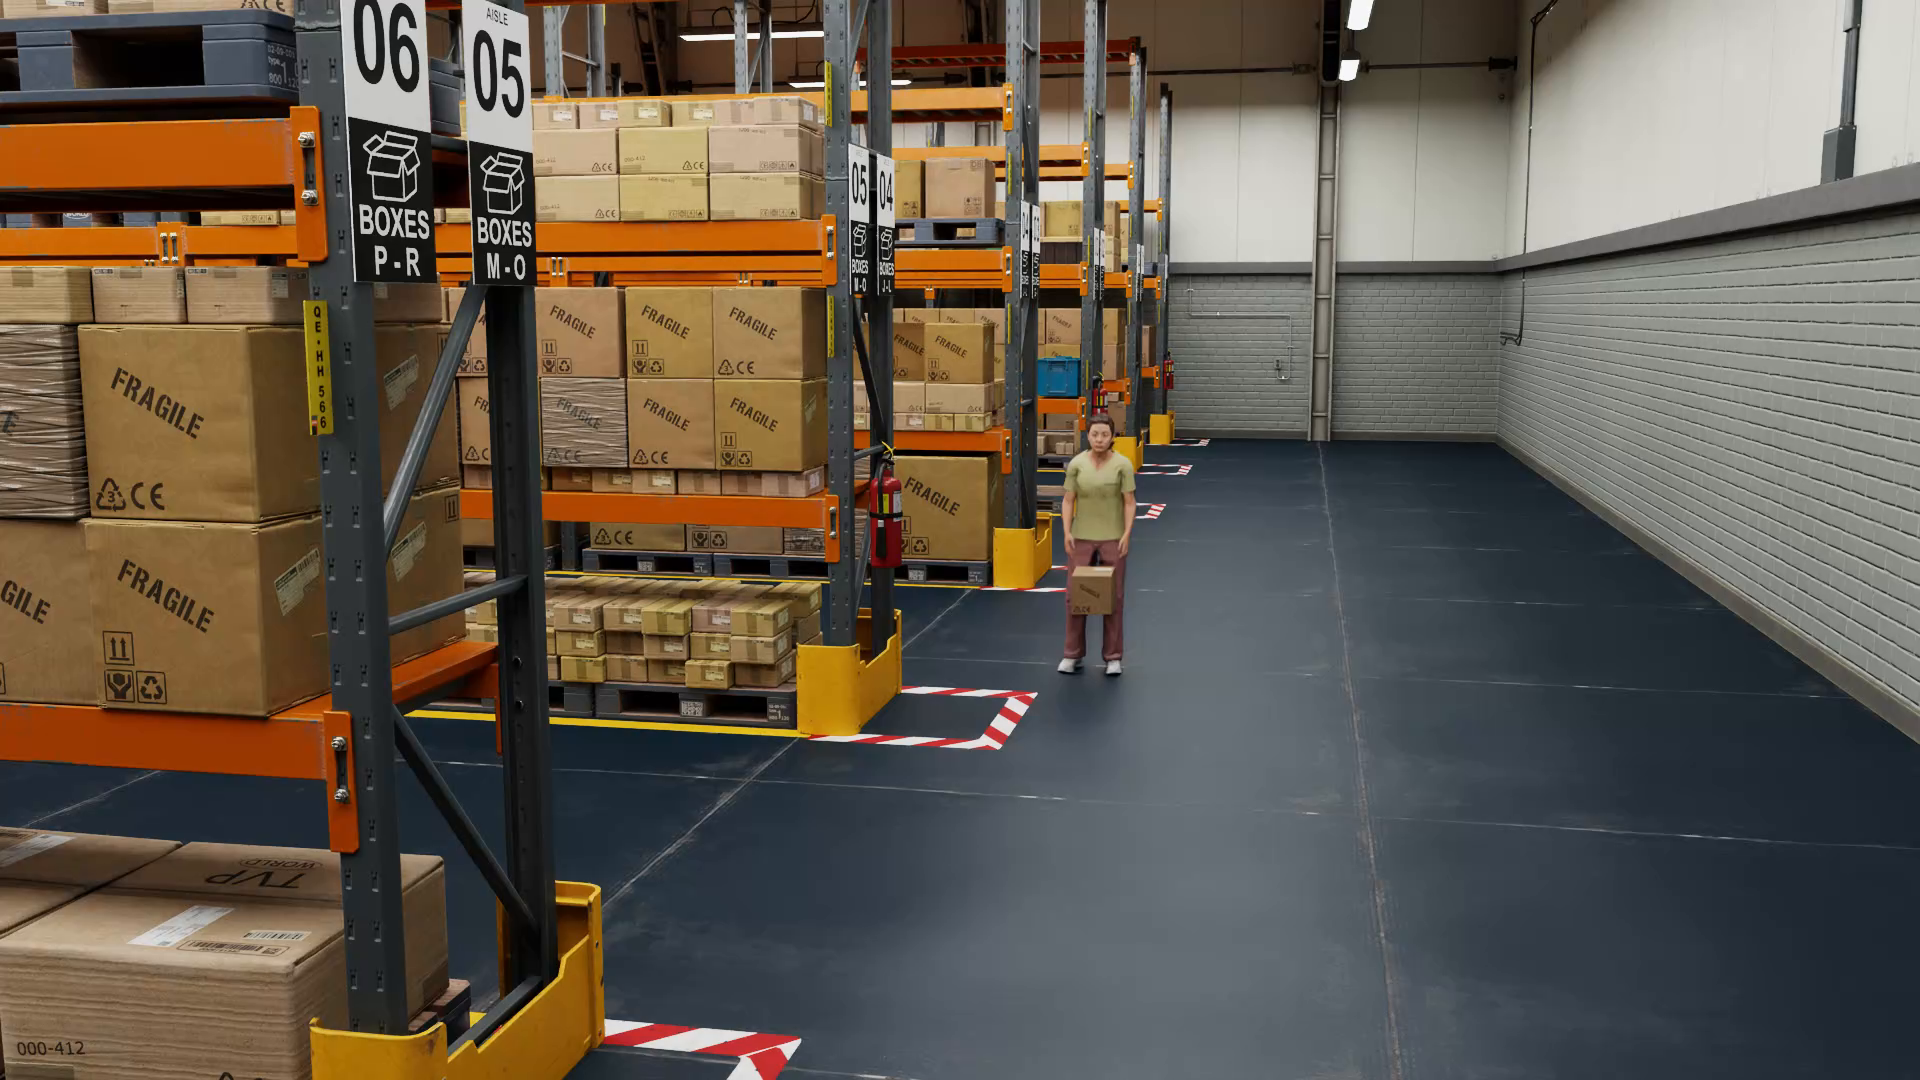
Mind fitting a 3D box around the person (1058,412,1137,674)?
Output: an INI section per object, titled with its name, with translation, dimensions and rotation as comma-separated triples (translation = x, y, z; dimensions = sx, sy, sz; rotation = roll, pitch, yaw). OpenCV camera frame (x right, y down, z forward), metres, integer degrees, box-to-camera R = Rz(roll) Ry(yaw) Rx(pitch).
[person]
translation = 0.888, 0.017, 10.692
dimensions = 0.480, 1.676, 0.356
rotation = 1, 8, 10
